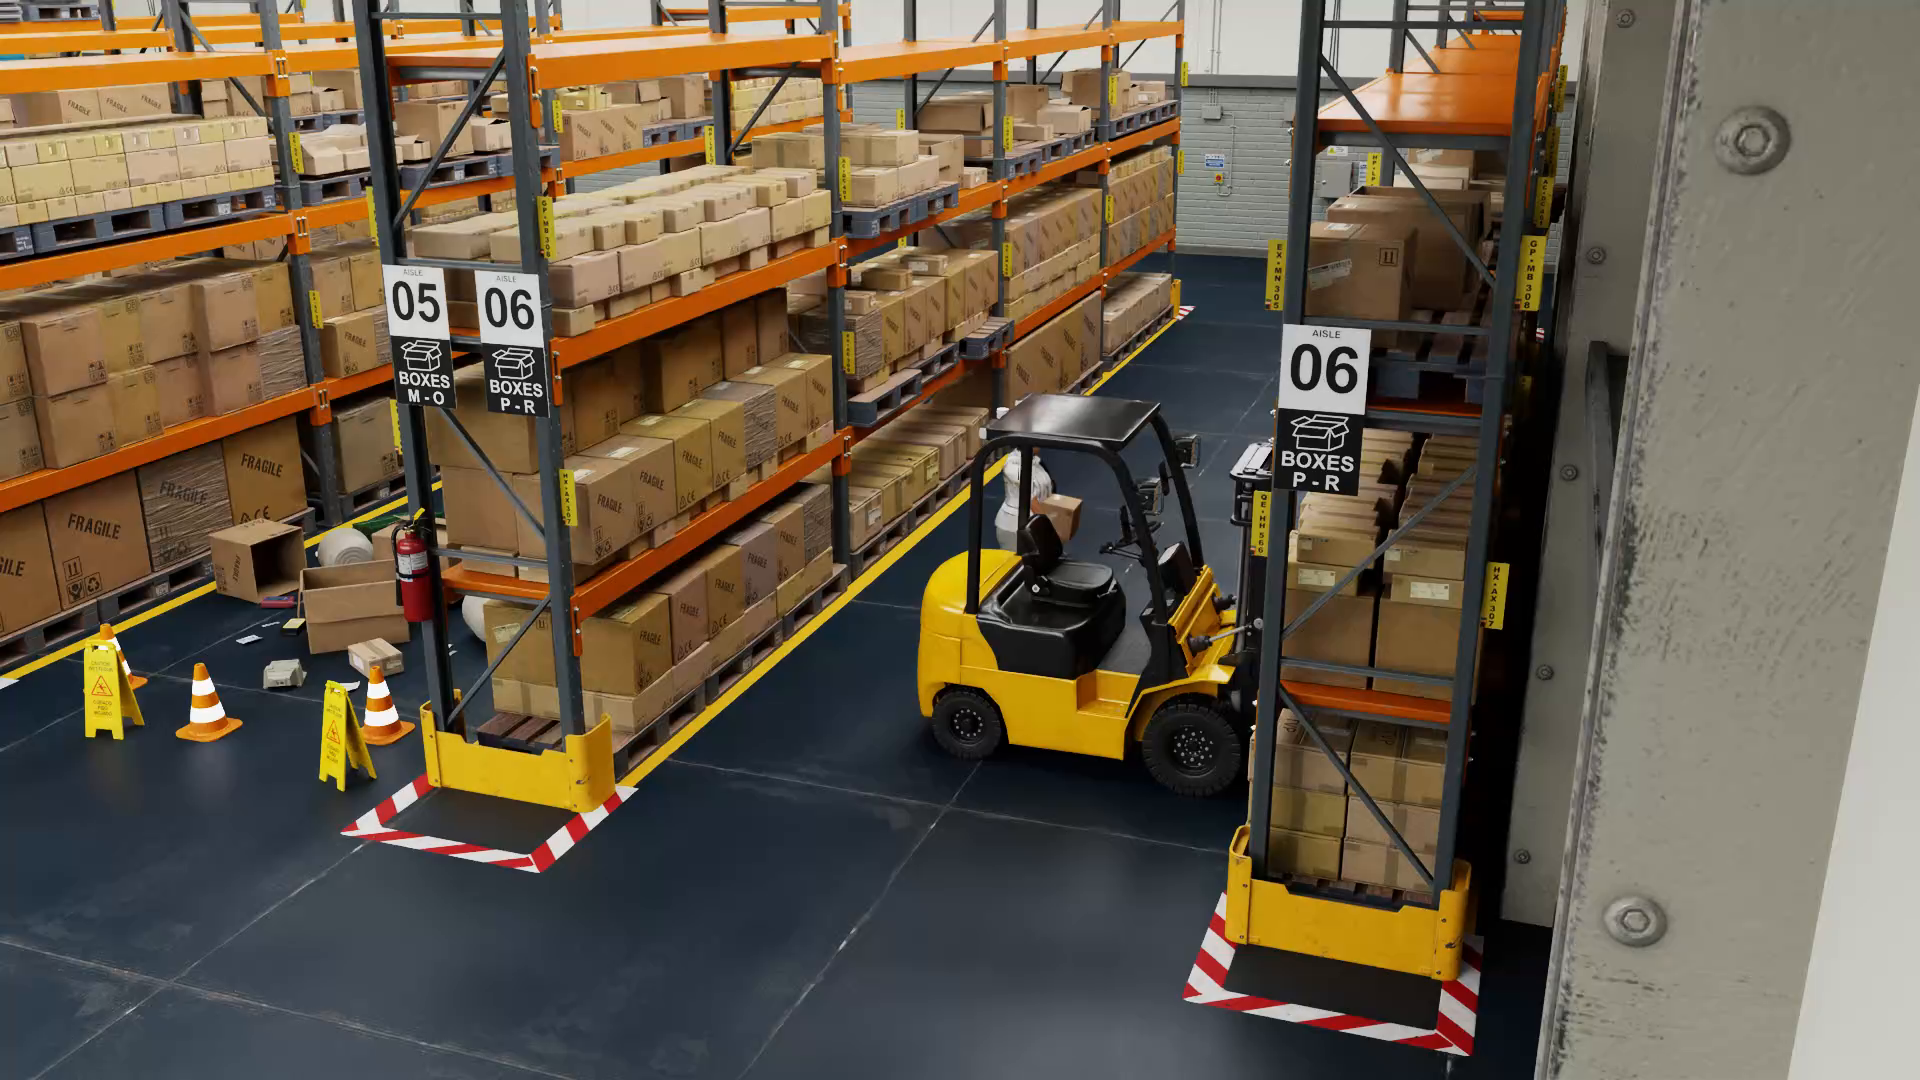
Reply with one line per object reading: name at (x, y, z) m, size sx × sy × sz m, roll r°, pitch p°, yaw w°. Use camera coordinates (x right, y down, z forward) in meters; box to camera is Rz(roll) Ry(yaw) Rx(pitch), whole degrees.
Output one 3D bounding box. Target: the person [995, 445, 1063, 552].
person at (0.541, -0.062, 12.259) m, size 0.535 × 1.658 × 0.455 m, roll 7°, pitch 20°, yaw 19°
